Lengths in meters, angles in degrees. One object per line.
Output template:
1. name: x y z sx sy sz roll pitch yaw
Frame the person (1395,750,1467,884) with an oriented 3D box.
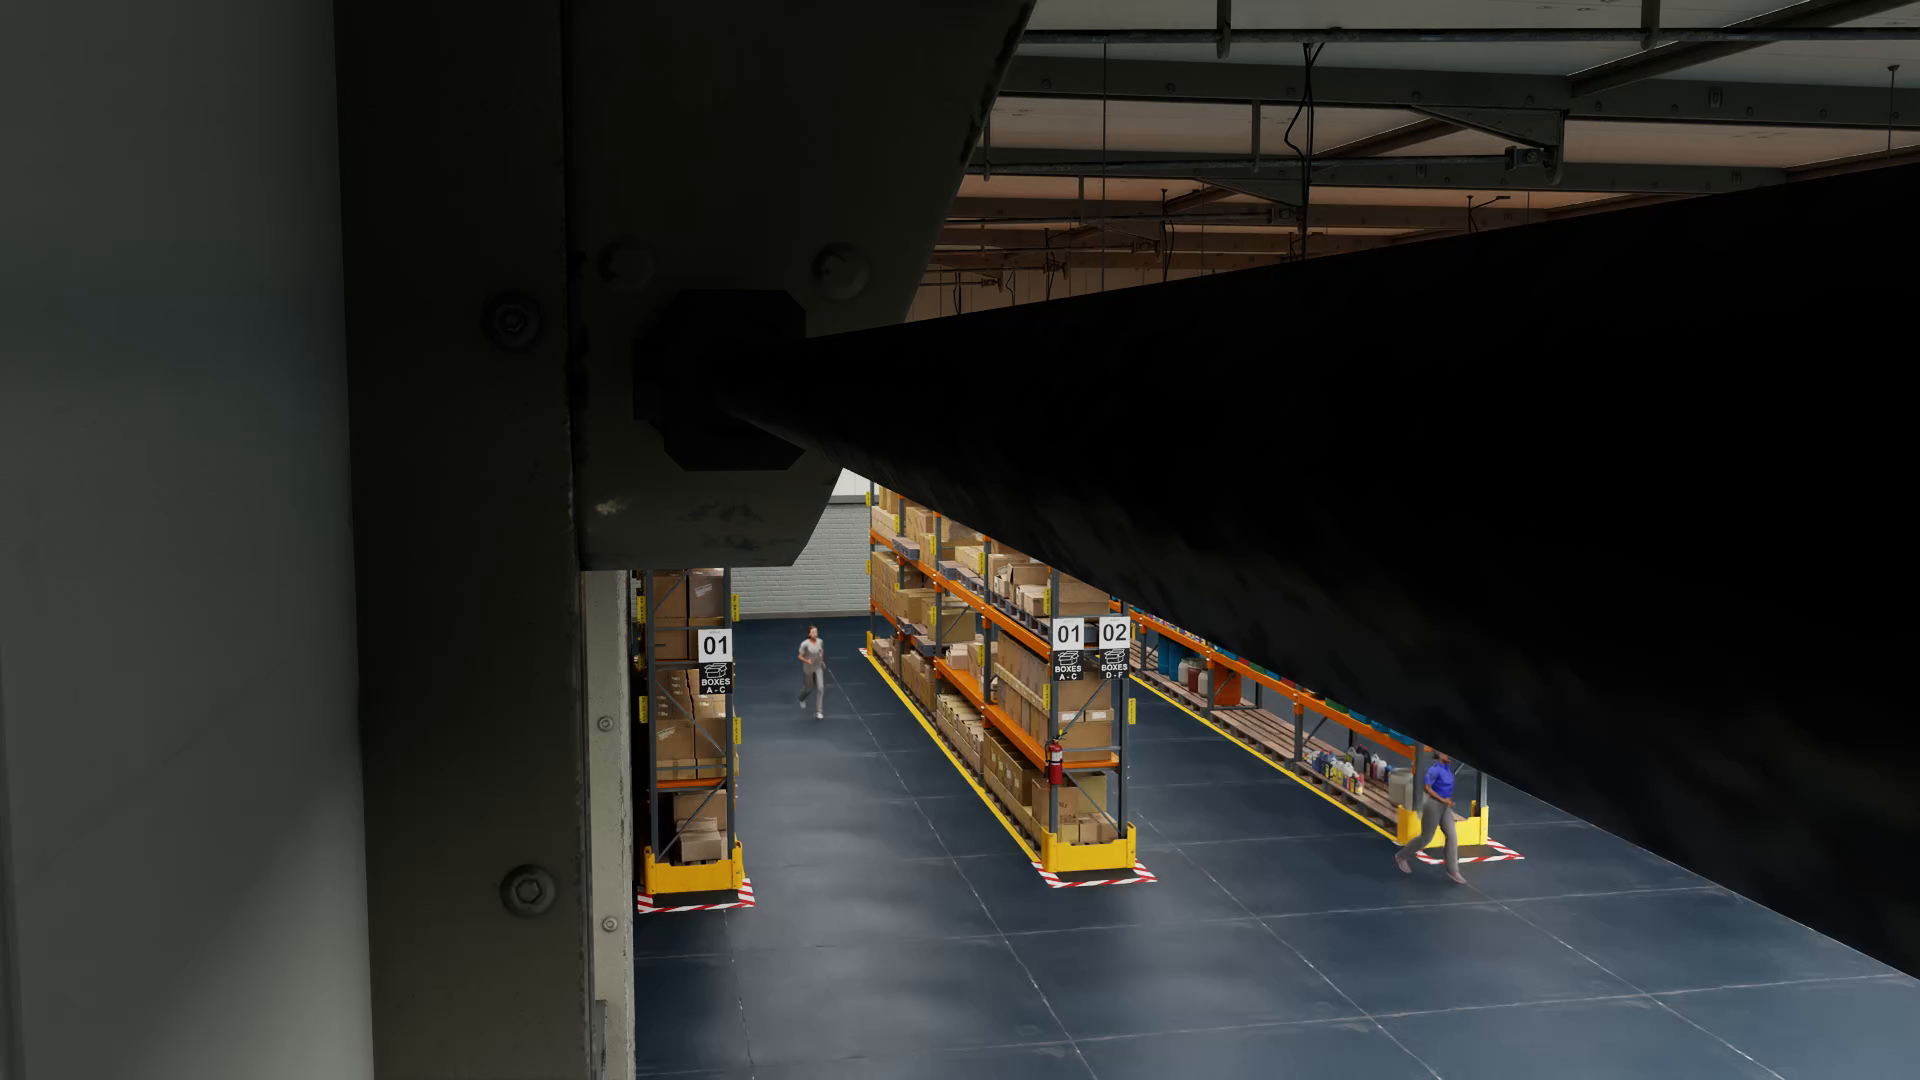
1. person: 5.946 3.358 20.633 0.915 1.640 0.668 6 8 44

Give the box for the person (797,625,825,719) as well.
1. person: -2.693 2.355 30.138 0.550 1.656 0.926 -3 7 -27
